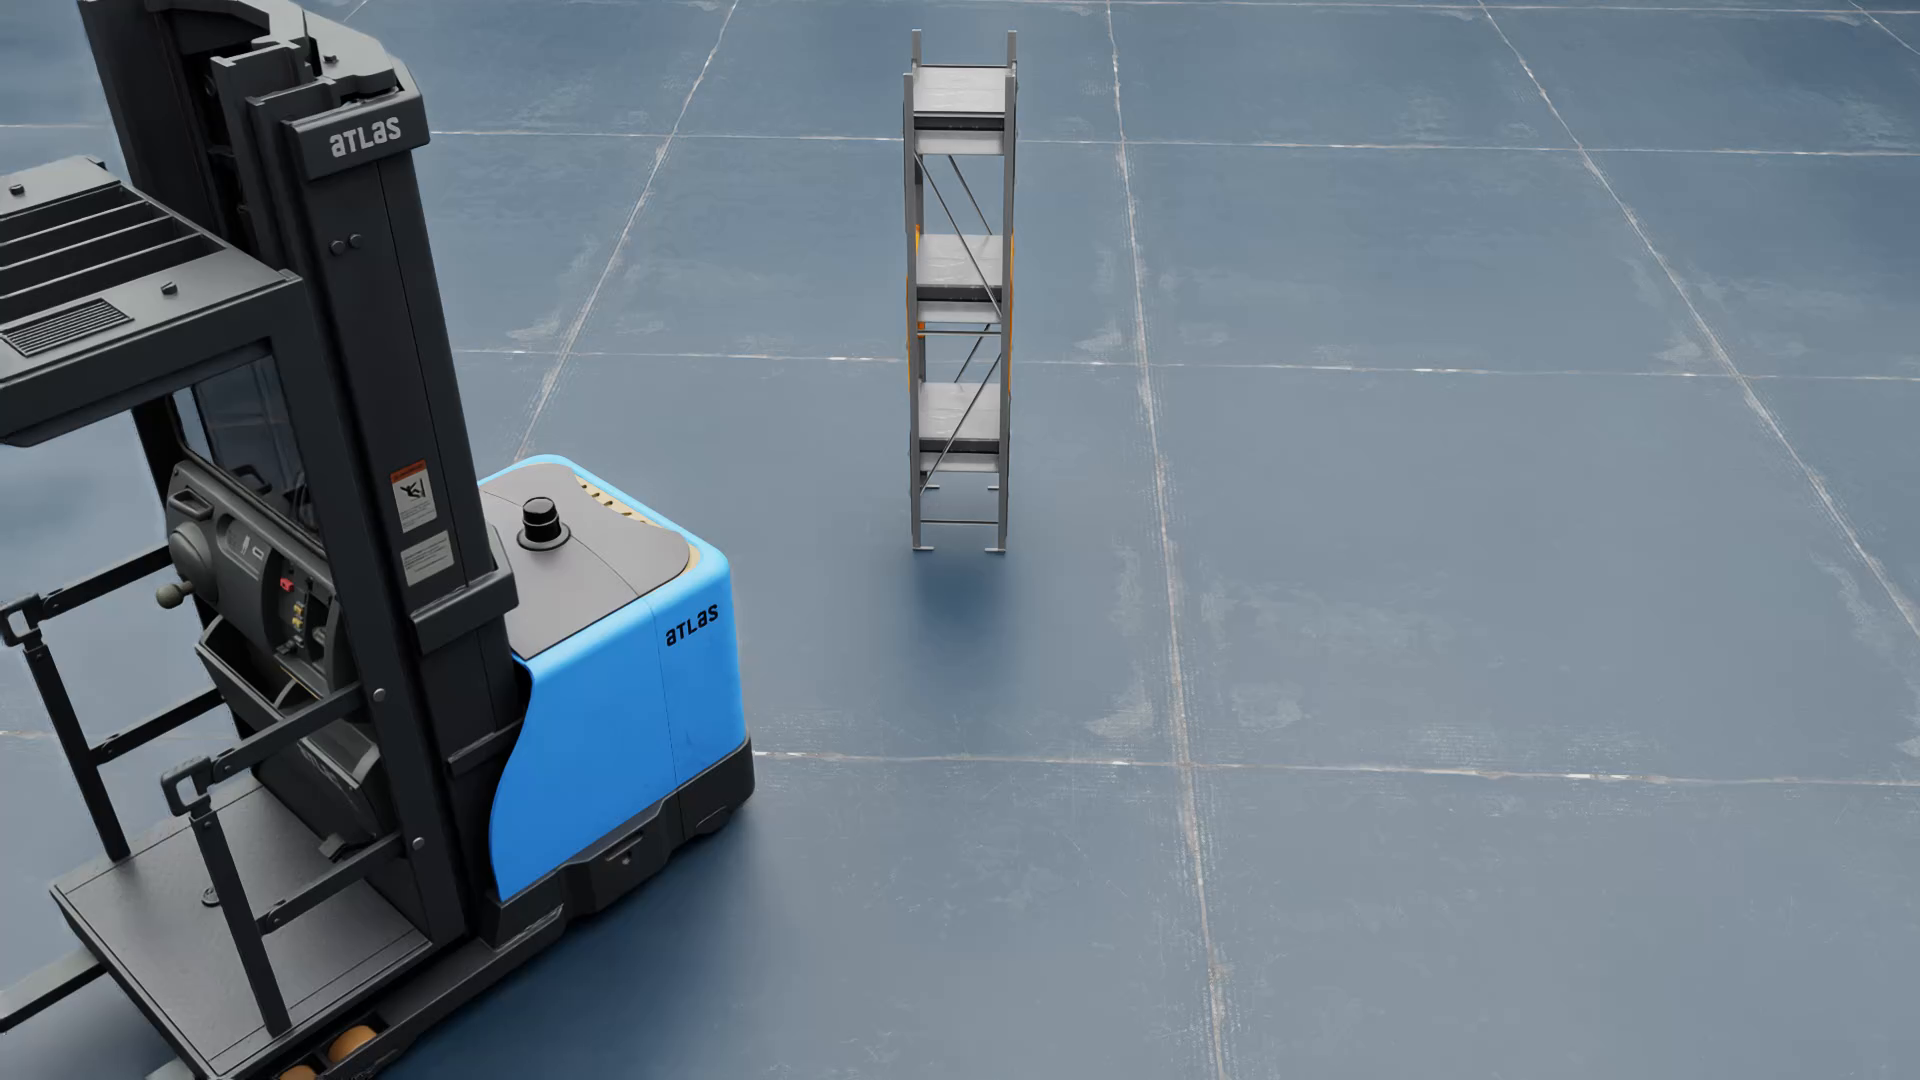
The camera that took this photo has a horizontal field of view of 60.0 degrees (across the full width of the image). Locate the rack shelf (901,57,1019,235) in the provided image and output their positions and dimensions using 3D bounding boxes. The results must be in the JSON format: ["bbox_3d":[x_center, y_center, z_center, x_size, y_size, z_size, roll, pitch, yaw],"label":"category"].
[{"bbox_3d":[0.007,-1.516,6.387,0.431,0.518,0.480,1,35,2],"label":"rack shelf"}]

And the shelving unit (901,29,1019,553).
[{"bbox_3d":[0.007,-0.954,6.782,0.431,2.100,0.503,1,35,2],"label":"shelving unit"}]

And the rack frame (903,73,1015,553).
[{"bbox_3d":[-0.003,-0.814,6.582,0.400,2.100,0.015,1,35,2],"label":"rack frame"}]

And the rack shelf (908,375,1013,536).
[{"bbox_3d":[0.007,-0.370,7.192,0.431,0.518,0.480,1,35,2],"label":"rack shelf"}]

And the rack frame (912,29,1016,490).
[{"bbox_3d":[0.016,-1.094,6.981,0.400,2.100,0.015,1,35,2],"label":"rack frame"}]

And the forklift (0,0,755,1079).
[{"bbox_3d":[-2.094,0.165,4.467,1.130,2.935,3.031,28,44,34],"label":"forklift"}]

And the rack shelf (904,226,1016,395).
[{"bbox_3d":[0.007,-0.943,6.789,0.431,0.518,0.480,1,35,2],"label":"rack shelf"}]
